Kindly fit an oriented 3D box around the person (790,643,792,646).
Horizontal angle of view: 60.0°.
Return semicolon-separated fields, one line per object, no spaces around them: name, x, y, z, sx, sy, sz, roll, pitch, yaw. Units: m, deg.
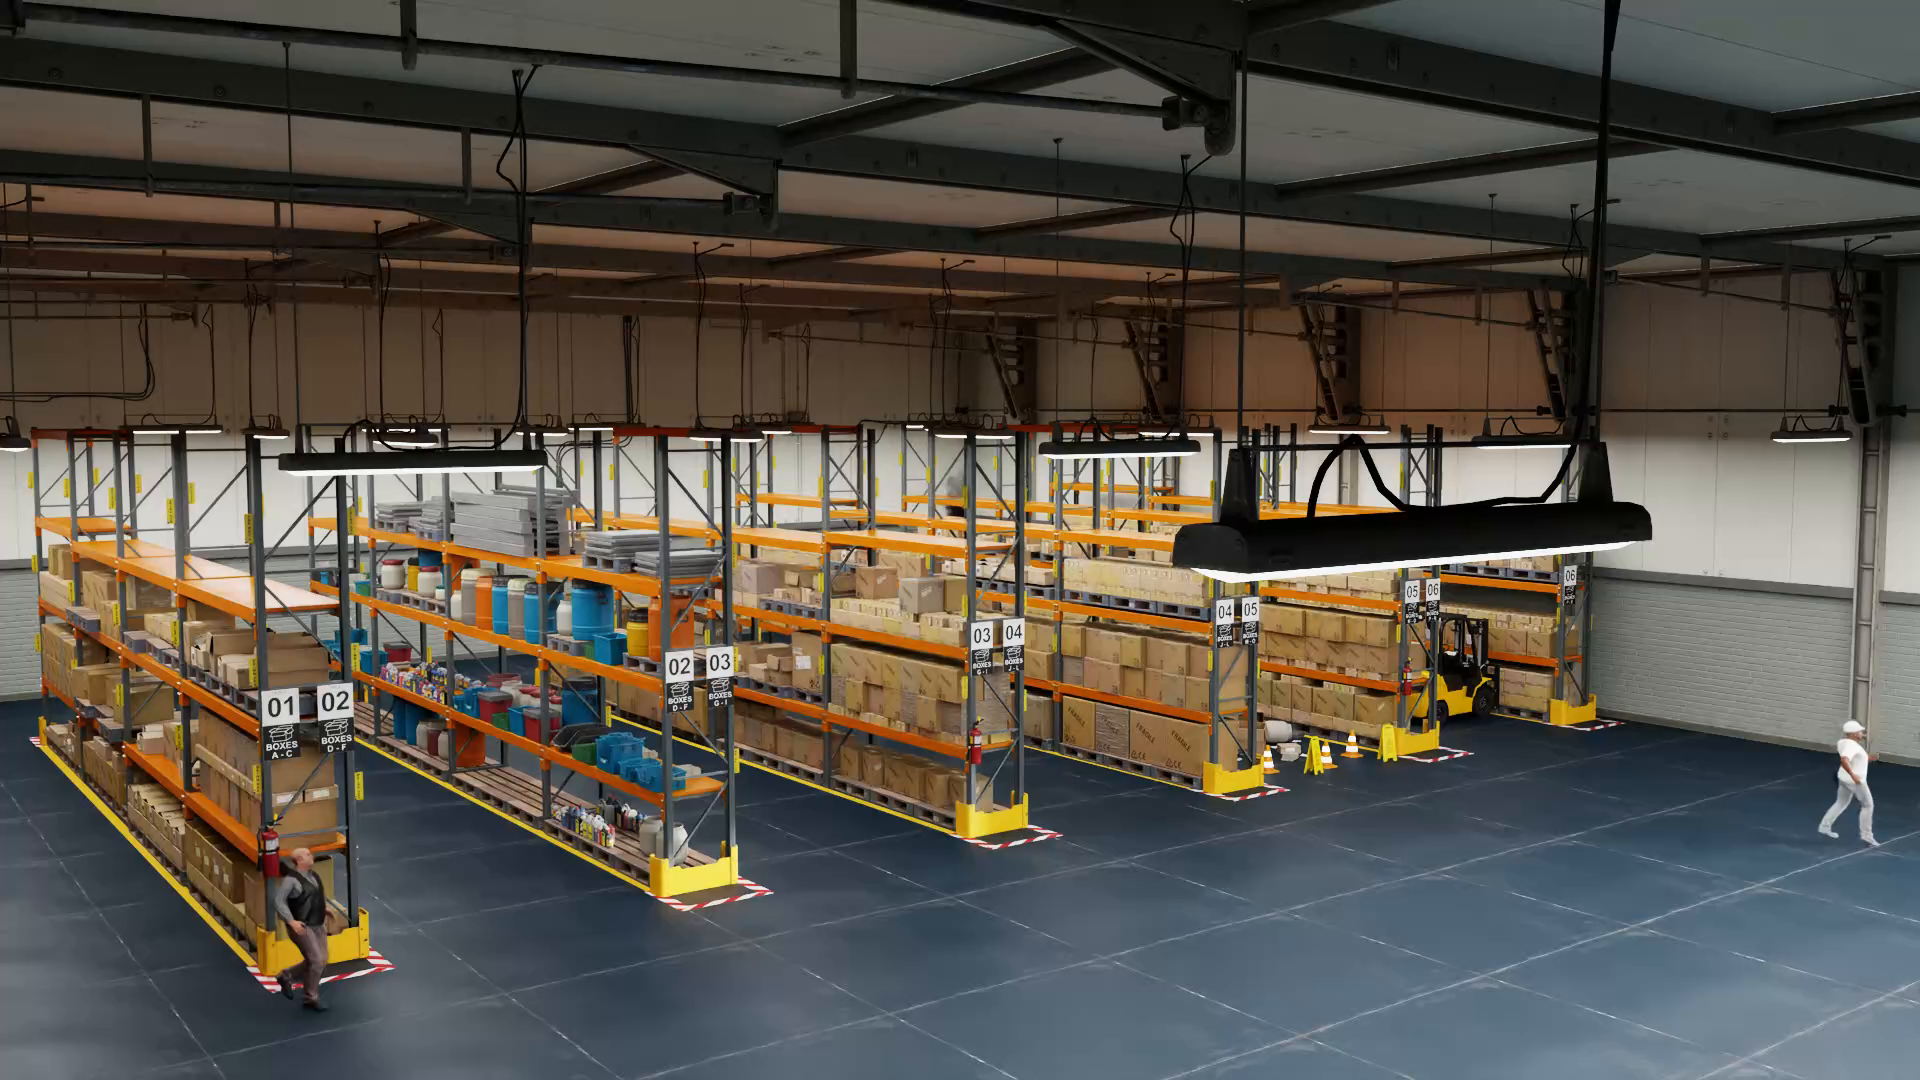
person;-3.441;2.724;35.716;0.509;1.563;0.635;-4;6;-44

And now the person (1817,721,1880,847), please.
person;12.962;3.539;24.195;0.820;1.821;0.677;0;4;2

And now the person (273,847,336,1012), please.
person;-6.950;4.116;17.672;0.630;1.689;0.703;1;5;10
